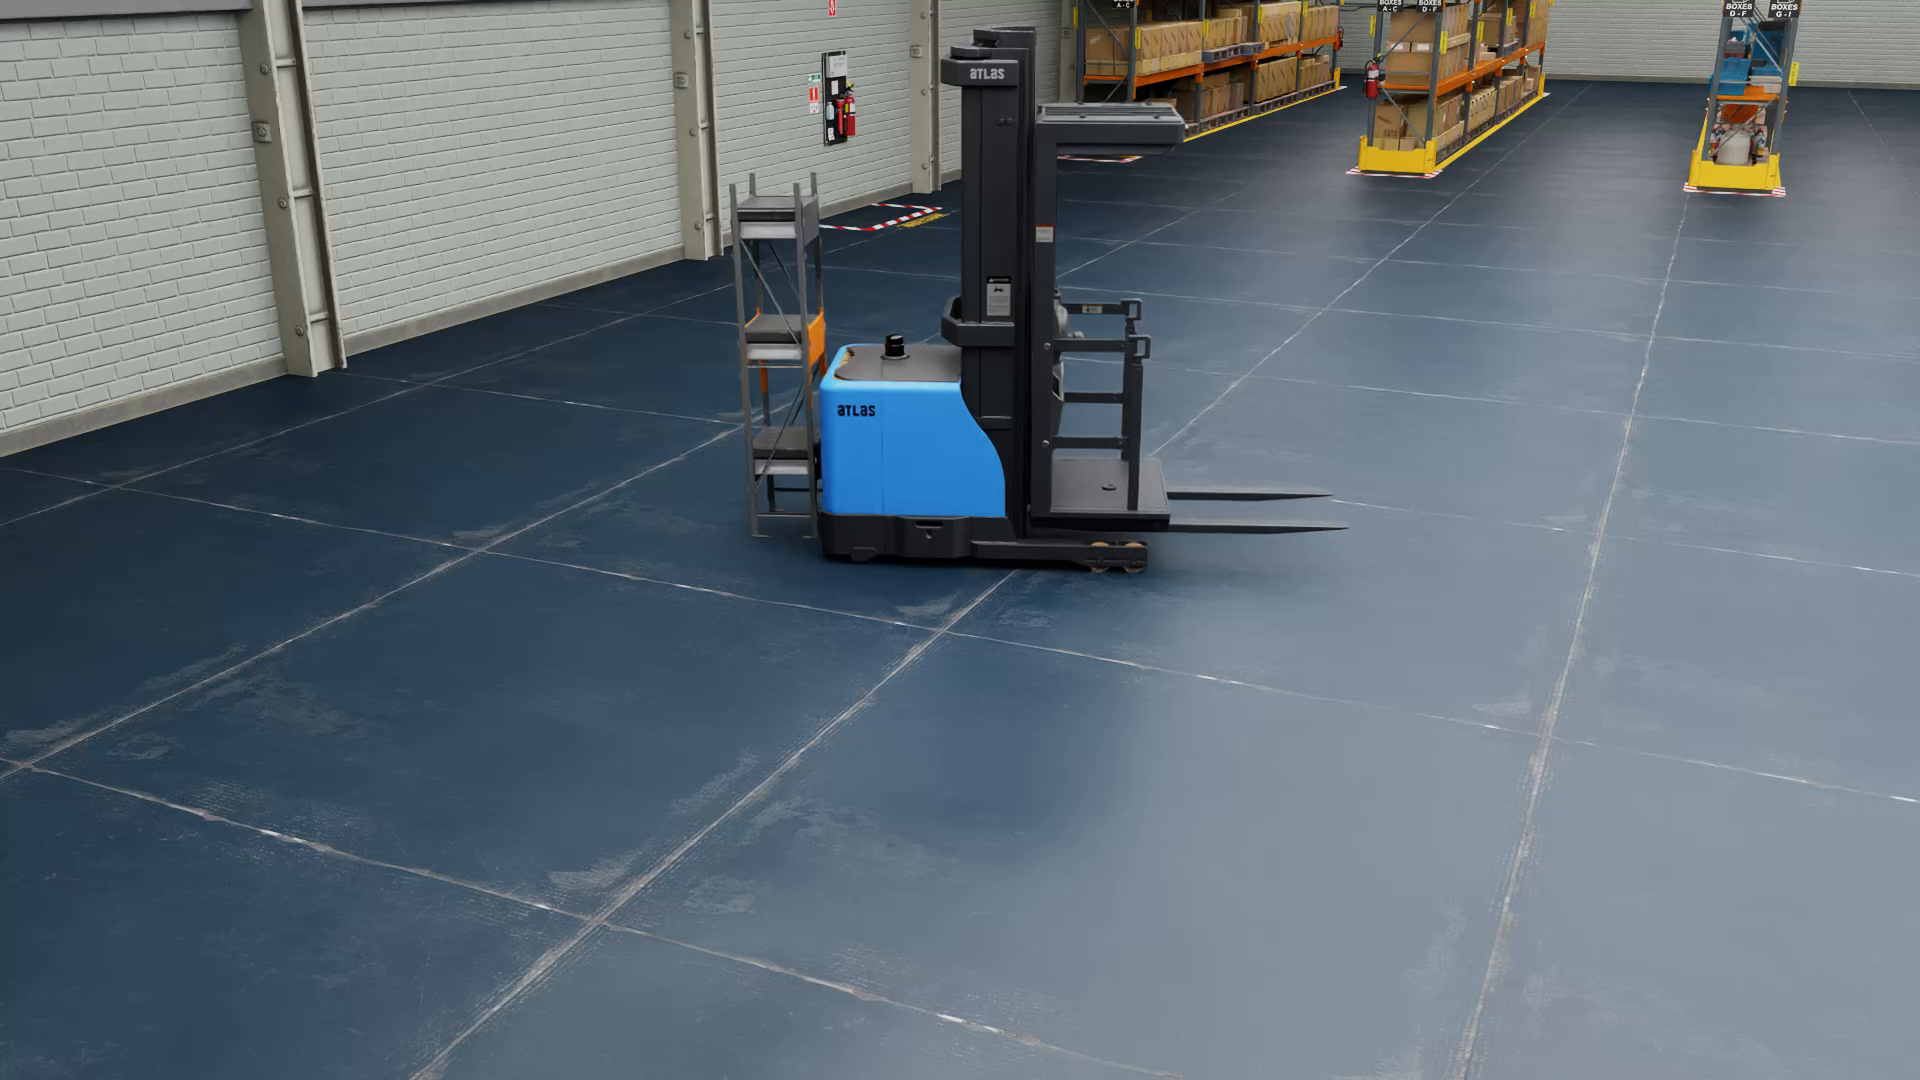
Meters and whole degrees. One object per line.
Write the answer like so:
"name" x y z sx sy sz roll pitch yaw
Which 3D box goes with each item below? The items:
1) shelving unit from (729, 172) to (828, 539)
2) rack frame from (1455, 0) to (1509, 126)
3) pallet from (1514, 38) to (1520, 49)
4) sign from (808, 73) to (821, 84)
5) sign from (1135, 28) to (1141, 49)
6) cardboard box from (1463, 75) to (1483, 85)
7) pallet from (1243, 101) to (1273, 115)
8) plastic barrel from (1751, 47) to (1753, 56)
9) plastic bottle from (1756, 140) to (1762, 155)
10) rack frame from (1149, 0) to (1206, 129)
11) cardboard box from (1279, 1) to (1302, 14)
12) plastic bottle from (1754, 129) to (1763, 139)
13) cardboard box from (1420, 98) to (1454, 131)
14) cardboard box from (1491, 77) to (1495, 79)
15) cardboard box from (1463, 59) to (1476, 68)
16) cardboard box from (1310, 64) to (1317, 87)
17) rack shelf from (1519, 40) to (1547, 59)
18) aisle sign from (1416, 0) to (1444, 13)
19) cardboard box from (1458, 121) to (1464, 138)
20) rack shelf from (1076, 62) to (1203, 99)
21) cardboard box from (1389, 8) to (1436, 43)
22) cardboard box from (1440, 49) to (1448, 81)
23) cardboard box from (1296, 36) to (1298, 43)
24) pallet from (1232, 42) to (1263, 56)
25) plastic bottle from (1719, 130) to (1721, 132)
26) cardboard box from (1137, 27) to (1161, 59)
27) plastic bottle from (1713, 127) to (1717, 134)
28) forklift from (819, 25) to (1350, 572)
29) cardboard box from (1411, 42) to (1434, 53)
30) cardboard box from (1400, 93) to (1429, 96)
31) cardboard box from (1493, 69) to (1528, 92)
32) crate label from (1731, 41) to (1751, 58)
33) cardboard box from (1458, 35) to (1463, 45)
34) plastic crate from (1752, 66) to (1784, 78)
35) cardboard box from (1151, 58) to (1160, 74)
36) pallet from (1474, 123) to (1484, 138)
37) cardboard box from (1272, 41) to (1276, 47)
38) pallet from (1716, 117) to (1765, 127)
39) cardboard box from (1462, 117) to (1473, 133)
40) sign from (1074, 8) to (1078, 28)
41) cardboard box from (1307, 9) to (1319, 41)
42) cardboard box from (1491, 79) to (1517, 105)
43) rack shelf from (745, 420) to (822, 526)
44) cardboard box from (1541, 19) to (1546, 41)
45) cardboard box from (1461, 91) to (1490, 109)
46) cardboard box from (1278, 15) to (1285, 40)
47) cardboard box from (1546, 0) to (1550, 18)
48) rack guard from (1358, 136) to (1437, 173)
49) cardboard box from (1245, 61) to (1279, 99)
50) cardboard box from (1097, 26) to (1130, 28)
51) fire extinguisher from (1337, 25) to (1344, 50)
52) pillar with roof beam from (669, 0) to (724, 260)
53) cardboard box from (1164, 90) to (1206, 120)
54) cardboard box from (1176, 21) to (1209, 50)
"shelving unit" -1.045 -1.086 9.874 0.431 2.100 0.503 1 19 6
"rack frame" 10.258 -9.779 32.990 1.000 3.000 0.127 9 21 23
"pallet" 11.469 -10.682 35.815 1.003 0.211 1.213 9 21 23
"sign" -1.856 -5.872 21.160 0.001 0.109 0.331 9 21 23
"sign" 2.956 -8.346 27.667 0.100 0.325 0.005 9 21 23
"cardboard box" 10.446 -9.498 34.154 0.500 0.250 0.500 9 22 25
"pallet" 6.129 -9.374 36.014 1.003 0.211 1.213 9 21 23
"plastic barrel" 14.376 -8.678 29.728 0.421 0.512 0.421 0 20 0
"plastic bottle" 12.666 -6.191 26.315 0.097 0.271 0.097 0 20 0
"rack frame" 4.099 -9.235 31.459 1.000 3.000 0.127 9 21 23
"cardboard box" 7.417 -12.053 37.640 0.500 0.250 0.500 9 22 24
"plastic bottle" 13.058 -6.540 27.177 0.144 0.351 0.185 7 21 20
"cardboard box" 8.021 -7.181 28.041 0.500 0.500 0.500 9 21 23
"cardboard box" 11.267 -9.752 35.988 0.500 0.500 0.500 9 21 23
"cardboard box" 9.169 -8.681 30.276 0.380 0.149 0.250 9 21 23
"cardboard box" 8.196 -11.225 40.159 0.700 0.500 0.500 9 22 24
"rack shelf" 12.715 -11.274 38.268 1.077 0.370 4.000 9 21 23
"aisle sign" 7.234 -8.496 25.503 0.394 0.787 0.004 9 21 23
"cardboard box" 8.629 -7.287 29.459 0.500 0.250 0.500 9 21 23
"rack shelf" 3.280 -8.284 29.861 1.077 0.370 4.000 9 21 23
"cardboard box" 7.206 -8.149 26.321 0.700 0.500 0.500 9 21 23
"cardboard box" 7.604 -7.834 27.370 0.700 0.500 0.500 9 21 23
"cardboard box" 7.495 -11.429 37.975 0.380 0.149 0.250 9 21 23
"pallet" 5.542 -10.135 34.276 1.213 0.211 1.003 9 21 23
"plastic bottle" 12.597 -6.649 27.585 0.061 0.283 0.133 9 21 23
"cardboard box" 3.142 -8.559 28.633 0.500 0.500 0.500 9 21 23
"plastic bottle" 12.428 -6.645 27.473 0.144 0.351 0.185 9 22 24
"forklift" 0.734 -1.382 9.480 3.031 2.935 1.130 1 20 3
"cardboard box" 7.339 -7.777 26.242 0.380 0.149 0.250 8 21 22
"cardboard box" 7.947 -7.559 29.105 0.500 0.500 0.500 9 21 23
"cardboard box" 12.660 -10.608 38.389 0.797 0.503 0.637 9 21 23
"crate label" 14.122 -8.848 30.320 0.502 0.435 0.616 9 21 23
"cardboard box" 8.389 -8.560 28.446 0.380 0.149 0.250 9 21 23
"plastic crate" 12.932 -7.430 26.606 0.499 0.251 0.616 9 21 23
"cardboard box" 3.150 -8.217 28.792 0.500 0.250 0.500 8 21 21
"pallet" 9.384 -7.847 31.719 1.003 0.211 1.213 9 21 23
"cardboard box" 6.701 -10.888 36.453 0.380 0.149 0.250 9 21 23
"pallet" 15.060 -8.031 32.236 1.003 0.211 1.213 9 21 23
"cardboard box" 9.011 -7.548 30.193 0.500 0.250 0.500 8 21 21
"sign" 1.963 -8.789 28.005 0.100 0.325 0.005 9 21 23
"cardboard box" 7.916 -12.208 39.371 0.980 0.700 0.700 8 21 21
"cardboard box" 11.539 -9.538 35.386 0.500 0.500 0.500 9 21 23
"rack shelf" -1.030 -0.413 10.110 0.431 0.518 0.480 1 19 6
"cardboard box" 13.389 -11.938 38.912 0.500 0.500 0.500 9 21 23
"cardboard box" 9.852 -8.438 31.859 0.500 0.311 0.500 8 21 22
"cardboard box" 6.803 -11.238 36.470 0.500 0.500 0.500 9 22 24
"cardboard box" 13.602 -12.569 39.193 0.500 0.500 0.500 8 21 22
"rack guard" 6.972 -6.148 26.511 1.175 0.500 0.348 9 21 23
"cardboard box" 6.522 -10.116 36.520 0.750 0.750 0.750 8 21 22
"cardboard box" 2.675 -8.630 28.833 0.500 0.500 0.500 9 21 23
"fire extinguisher" 9.496 -12.674 41.801 0.296 0.674 0.183 9 21 23
"pillar with roof beam" 0.972 -6.912 15.975 9.100 9.000 0.400 9 21 23
"cardboard box" 4.385 -8.492 32.444 0.700 0.500 0.500 9 22 25
"cardboard box" 4.339 -9.640 31.793 0.700 0.500 0.500 9 21 23
